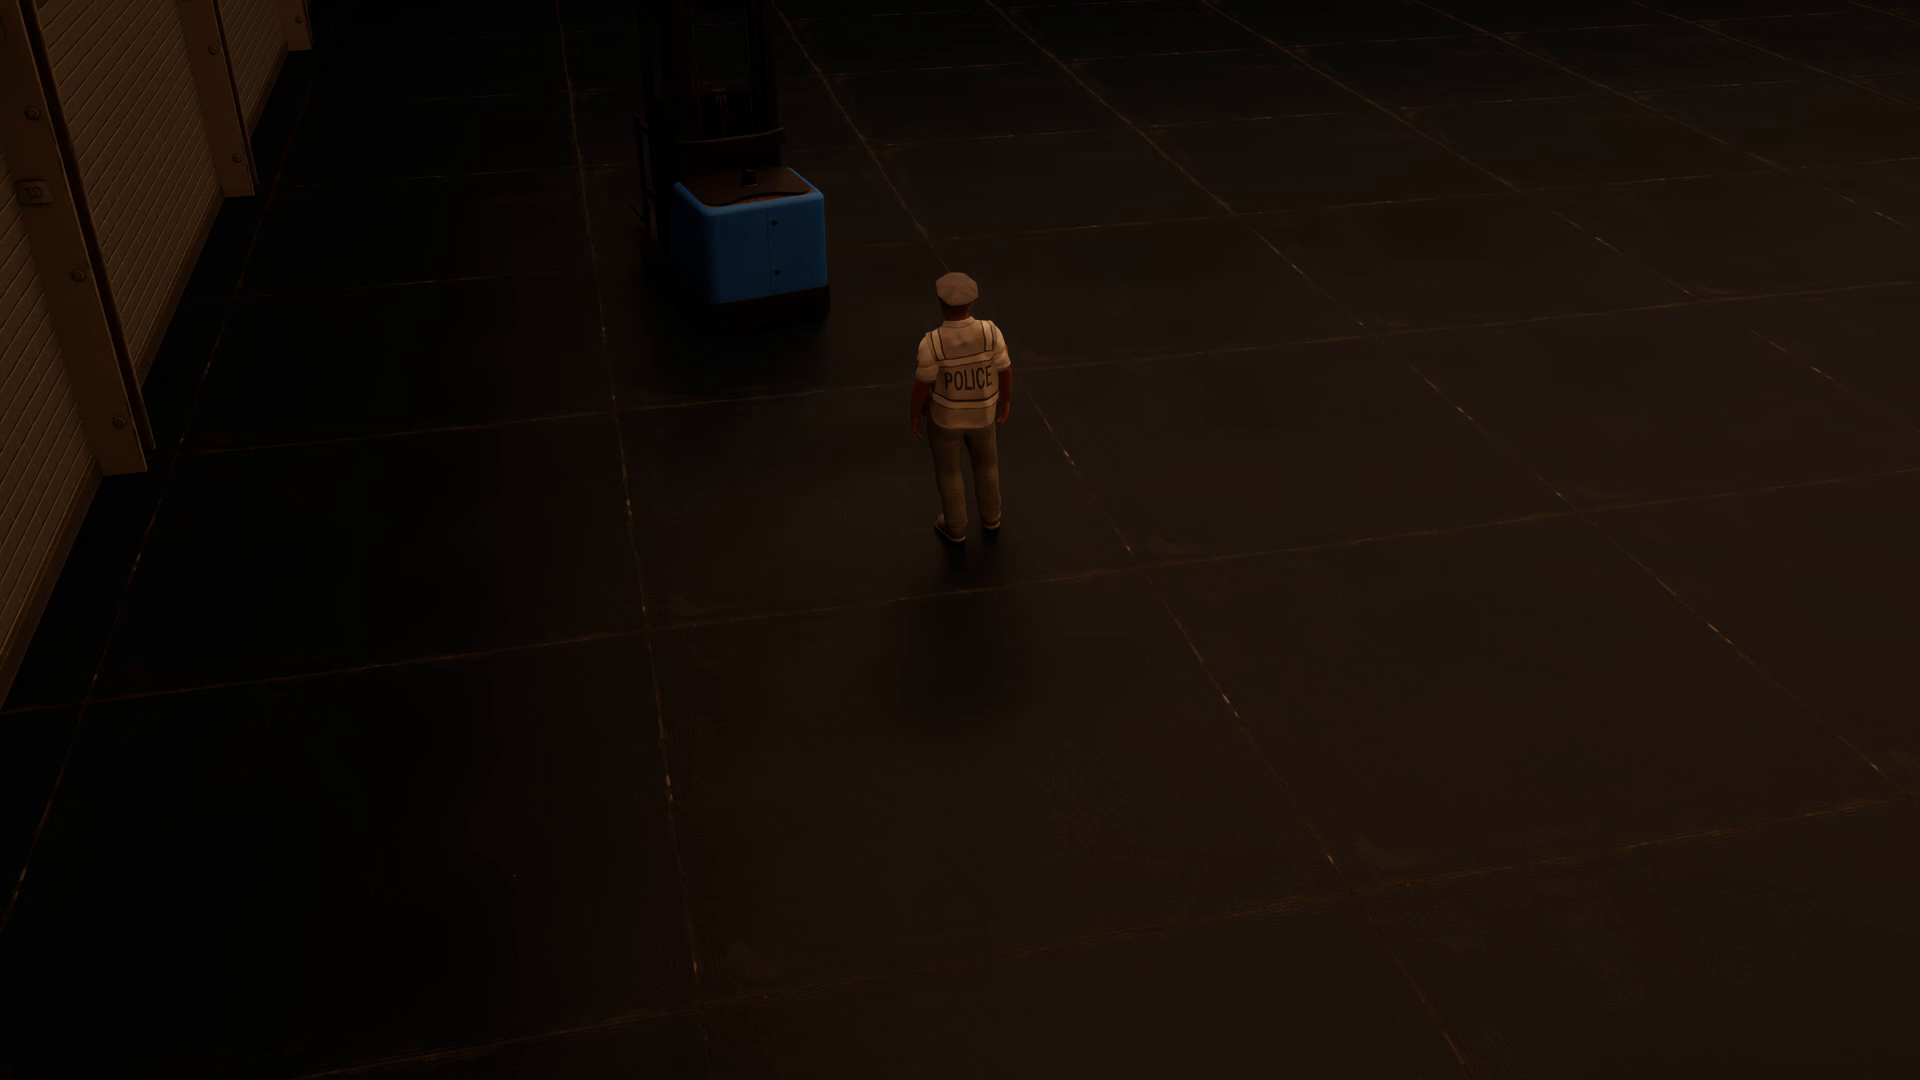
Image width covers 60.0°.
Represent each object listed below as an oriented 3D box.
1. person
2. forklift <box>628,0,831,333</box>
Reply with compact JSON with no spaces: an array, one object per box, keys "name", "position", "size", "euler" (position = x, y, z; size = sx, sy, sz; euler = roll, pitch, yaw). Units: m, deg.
[{"name":"person","position":[-0.006,-0.816,10.118],"size":[0.640,1.781,0.575],"euler":[-7,31,-12]},{"name":"forklift","position":[-2.143,-3.631,13.847],"size":[1.130,2.935,3.031],"euler":[-13,33,-22]}]
